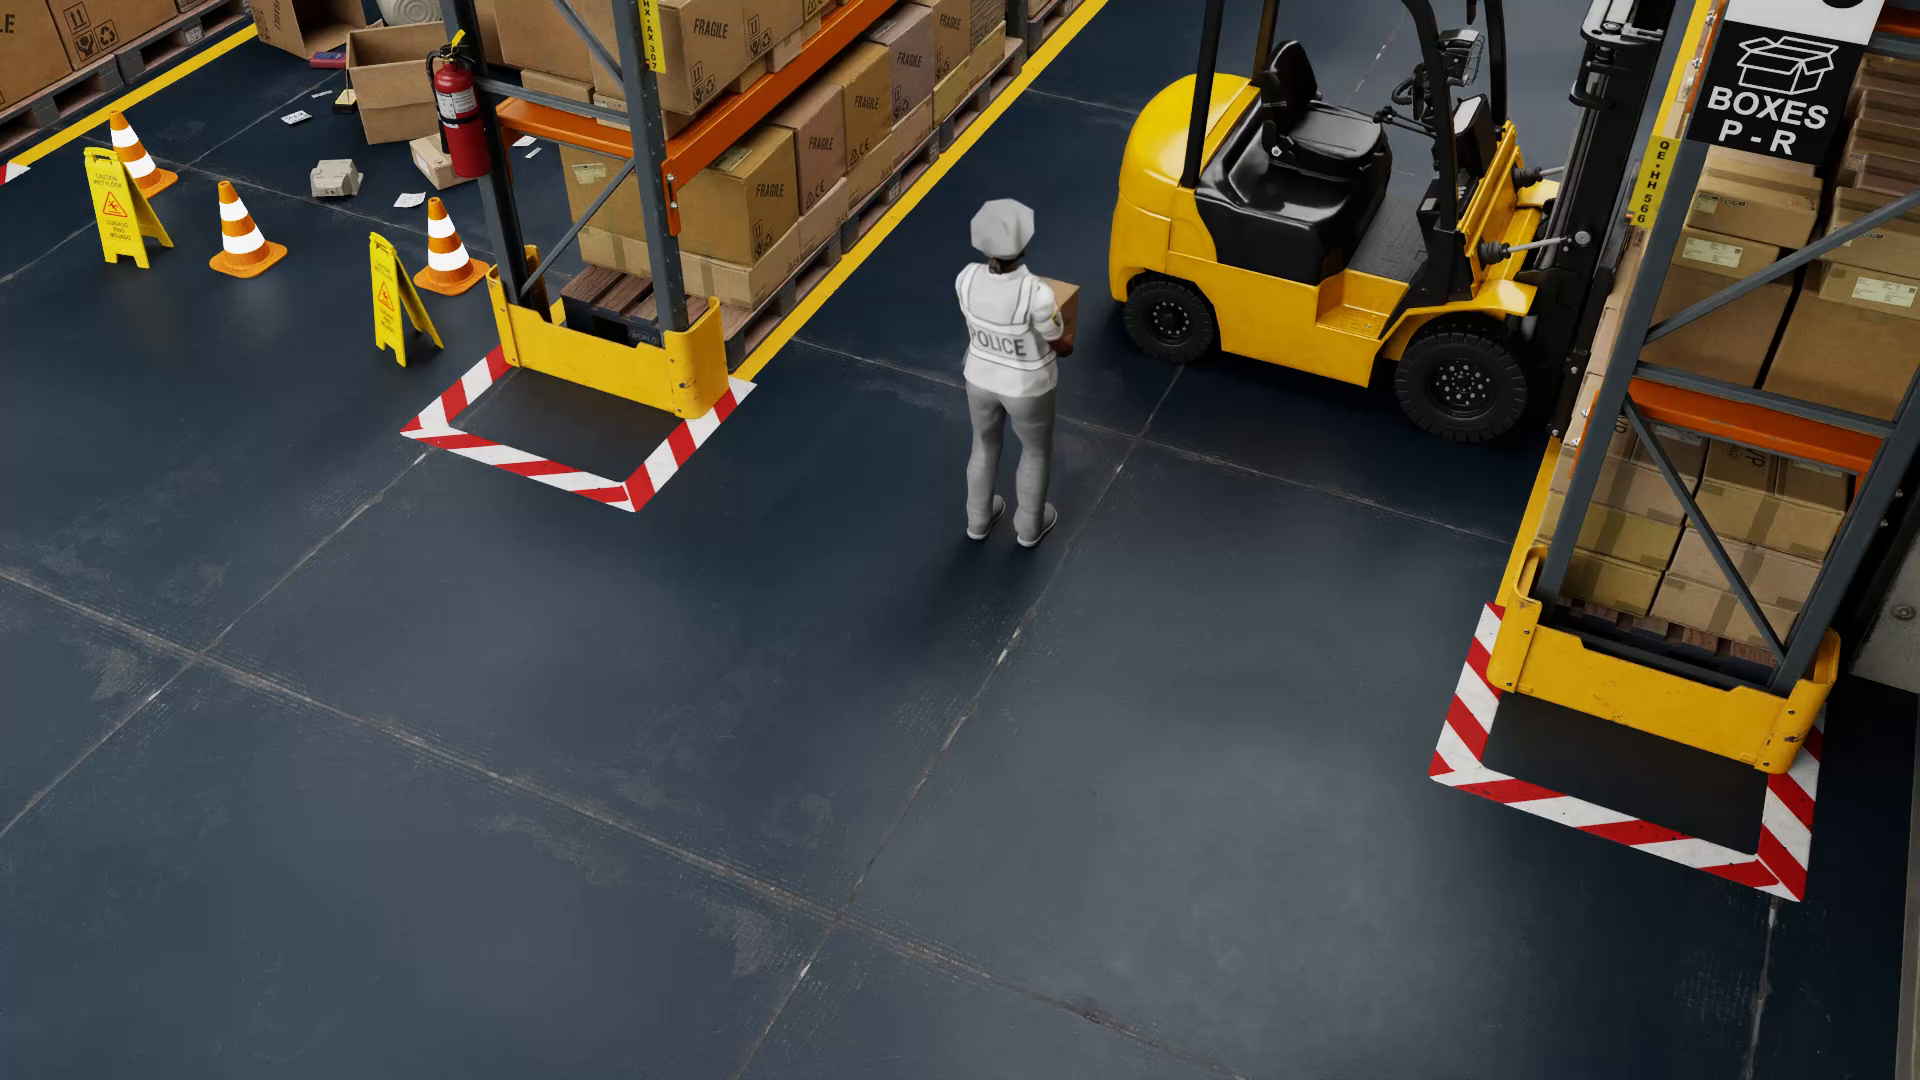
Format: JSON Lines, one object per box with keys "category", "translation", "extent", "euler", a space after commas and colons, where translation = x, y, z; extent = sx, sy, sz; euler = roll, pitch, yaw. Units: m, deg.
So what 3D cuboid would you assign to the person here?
{"category": "person", "translation": [0.213, -0.706, 6.908], "extent": [0.474, 1.700, 0.524], "euler": [12, 44, 13]}
